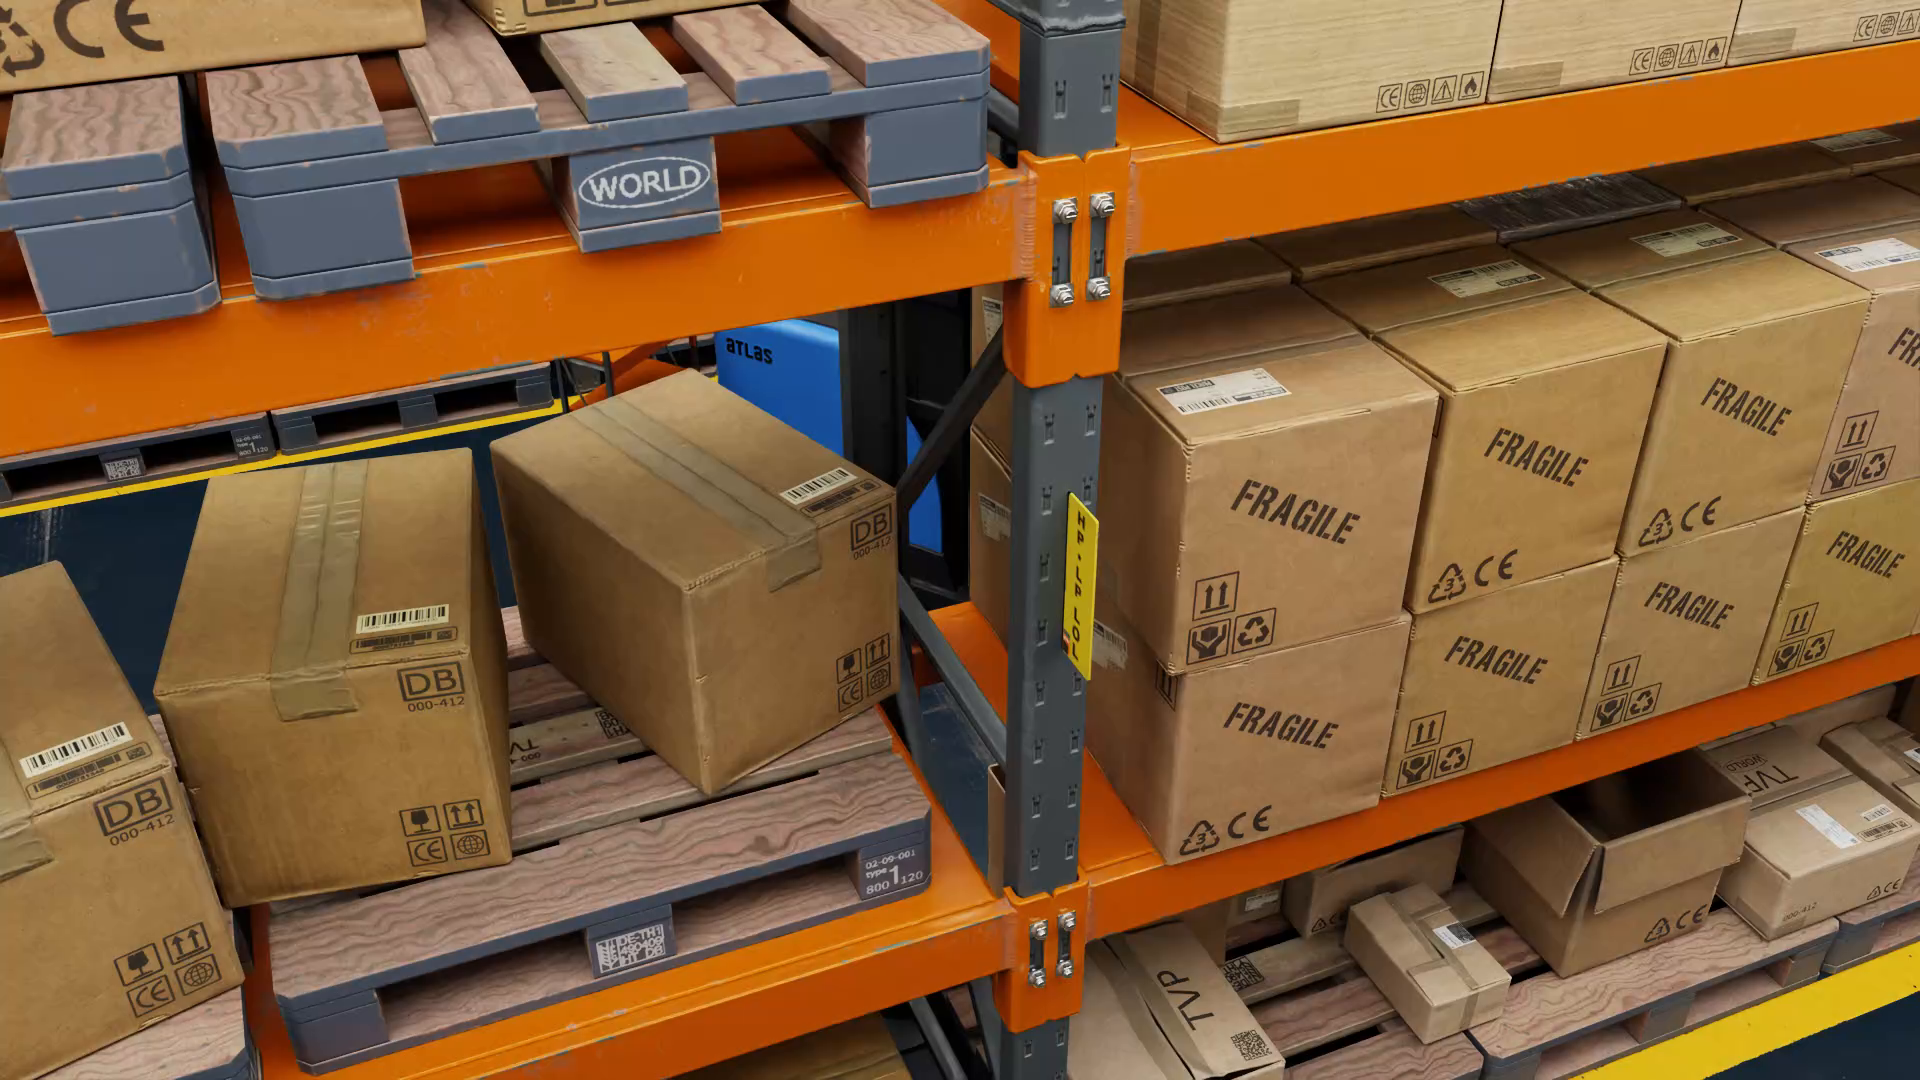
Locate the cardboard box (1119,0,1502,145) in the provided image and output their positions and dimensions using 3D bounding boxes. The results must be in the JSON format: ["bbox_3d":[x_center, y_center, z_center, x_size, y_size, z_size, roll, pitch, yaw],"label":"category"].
[{"bbox_3d":[0.529,-0.884,2.745,0.500,0.250,0.500,-13,35,-19],"label":"cardboard box"}]

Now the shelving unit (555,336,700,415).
[{"bbox_3d":[-1.201,-0.370,6.218,0.258,1.200,0.503,16,36,23],"label":"shelving unit"}]

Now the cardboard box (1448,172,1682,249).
[{"bbox_3d":[1.287,-0.625,3.951,0.500,0.500,0.500,-13,35,-19],"label":"cardboard box"}]

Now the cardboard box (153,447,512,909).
[{"bbox_3d":[-1.148,0.236,3.160,0.500,0.500,0.700,-8,34,-11],"label":"cardboard box"}]

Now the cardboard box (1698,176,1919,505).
[{"bbox_3d":[1.953,-0.457,3.693,0.500,0.500,0.500,-12,35,-17],"label":"cardboard box"}]

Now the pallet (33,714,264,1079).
[{"bbox_3d":[-1.912,0.801,2.944,1.213,0.211,1.003,-13,35,-19],"label":"pallet"}]

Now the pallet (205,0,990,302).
[{"bbox_3d":[-0.644,-0.787,2.631,1.003,0.211,1.213,-13,35,-19],"label":"pallet"}]

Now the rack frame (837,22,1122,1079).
[{"bbox_3d":[-0.015,0.289,3.555,0.127,3.000,1.000,-13,35,-19],"label":"rack frame"}]

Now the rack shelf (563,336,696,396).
[{"bbox_3d":[-1.201,-0.699,6.004,0.258,0.148,0.480,16,36,23],"label":"rack shelf"}]

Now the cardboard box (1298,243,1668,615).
[{"bbox_3d":[1.003,-0.239,3.359,0.500,0.500,0.500,-14,36,-20],"label":"cardboard box"}]

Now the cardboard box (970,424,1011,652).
[{"bbox_3d":[0.346,0.013,3.888,0.500,0.500,0.500,-12,35,-18],"label":"cardboard box"}]

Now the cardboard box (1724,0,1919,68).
[{"bbox_3d":[1.453,-1.092,3.065,0.500,0.250,0.500,-13,35,-19],"label":"cardboard box"}]

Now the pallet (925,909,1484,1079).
[{"bbox_3d":[0.618,1.314,4.538,1.213,0.211,1.003,-13,35,-19],"label":"pallet"}]

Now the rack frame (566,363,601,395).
[{"bbox_3d":[-1.937,-2.201,7.382,0.127,3.000,1.000,-13,35,-19],"label":"rack frame"}]

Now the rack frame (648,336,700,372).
[{"bbox_3d":[-1.086,-0.487,6.398,0.240,1.200,0.015,16,36,23],"label":"rack frame"}]

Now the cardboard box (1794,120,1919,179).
[{"bbox_3d":[2.219,-0.838,4.279,0.500,0.500,0.500,-12,35,-18],"label":"cardboard box"}]

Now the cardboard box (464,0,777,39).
[{"bbox_3d":[-0.508,-1.159,2.462,0.600,0.600,0.600,-16,36,-23],"label":"cardboard box"}]

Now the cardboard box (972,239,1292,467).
[{"bbox_3d":[0.351,-0.409,3.619,0.500,0.500,0.500,-13,35,-19],"label":"cardboard box"}]

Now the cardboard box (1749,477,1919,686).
[{"bbox_3d":[1.961,-0.046,3.978,0.500,0.500,0.500,-13,35,-20],"label":"cardboard box"}]

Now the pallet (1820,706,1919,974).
[{"bbox_3d":[2.868,0.798,5.330,1.213,0.211,1.003,-13,35,-19],"label":"pallet"}]

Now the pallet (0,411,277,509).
[{"bbox_3d":[-3.745,-0.572,7.435,1.213,0.211,1.003,-13,35,-19],"label":"pallet"}]

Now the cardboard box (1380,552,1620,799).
[{"bbox_3d":[1.031,0.167,3.651,0.500,0.500,0.500,-12,35,-18],"label":"cardboard box"}]

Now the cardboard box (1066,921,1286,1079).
[{"bbox_3d":[0.455,1.252,4.138,0.500,0.311,0.500,-13,35,-19],"label":"cardboard box"}]

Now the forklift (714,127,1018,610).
[{"bbox_3d":[0.585,-1.029,5.644,3.031,2.935,1.130,18,37,26],"label":"forklift"}]

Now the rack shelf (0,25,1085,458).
[{"bbox_3d":[-1.860,-0.244,2.284,4.000,0.370,1.077,-13,35,-19],"label":"rack shelf"}]

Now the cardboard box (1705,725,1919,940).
[{"bbox_3d":[2.379,0.837,4.831,0.500,0.250,0.500,-13,35,-19],"label":"cardboard box"}]

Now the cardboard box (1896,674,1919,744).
[{"bbox_3d":[3.267,0.547,5.048,0.500,0.500,0.500,-13,35,-19],"label":"cardboard box"}]

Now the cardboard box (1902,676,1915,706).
[{"bbox_3d":[3.153,0.371,5.640,0.250,0.149,0.380,-13,35,-19],"label":"cardboard box"}]

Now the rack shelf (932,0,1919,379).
[{"bbox_3d":[1.829,-1.089,3.582,4.000,0.370,1.077,-13,35,-19],"label":"rack shelf"}]

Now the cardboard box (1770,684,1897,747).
[{"bbox_3d":[2.600,0.490,5.364,0.500,0.250,0.500,-13,35,-19],"label":"cardboard box"}]

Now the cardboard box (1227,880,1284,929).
[{"bbox_3d":[0.723,0.927,4.785,0.250,0.149,0.380,-13,35,-19],"label":"cardboard box"}]

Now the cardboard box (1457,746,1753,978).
[{"bbox_3d":[1.715,0.752,4.730,0.637,0.503,0.797,-13,35,-19],"label":"cardboard box"}]
